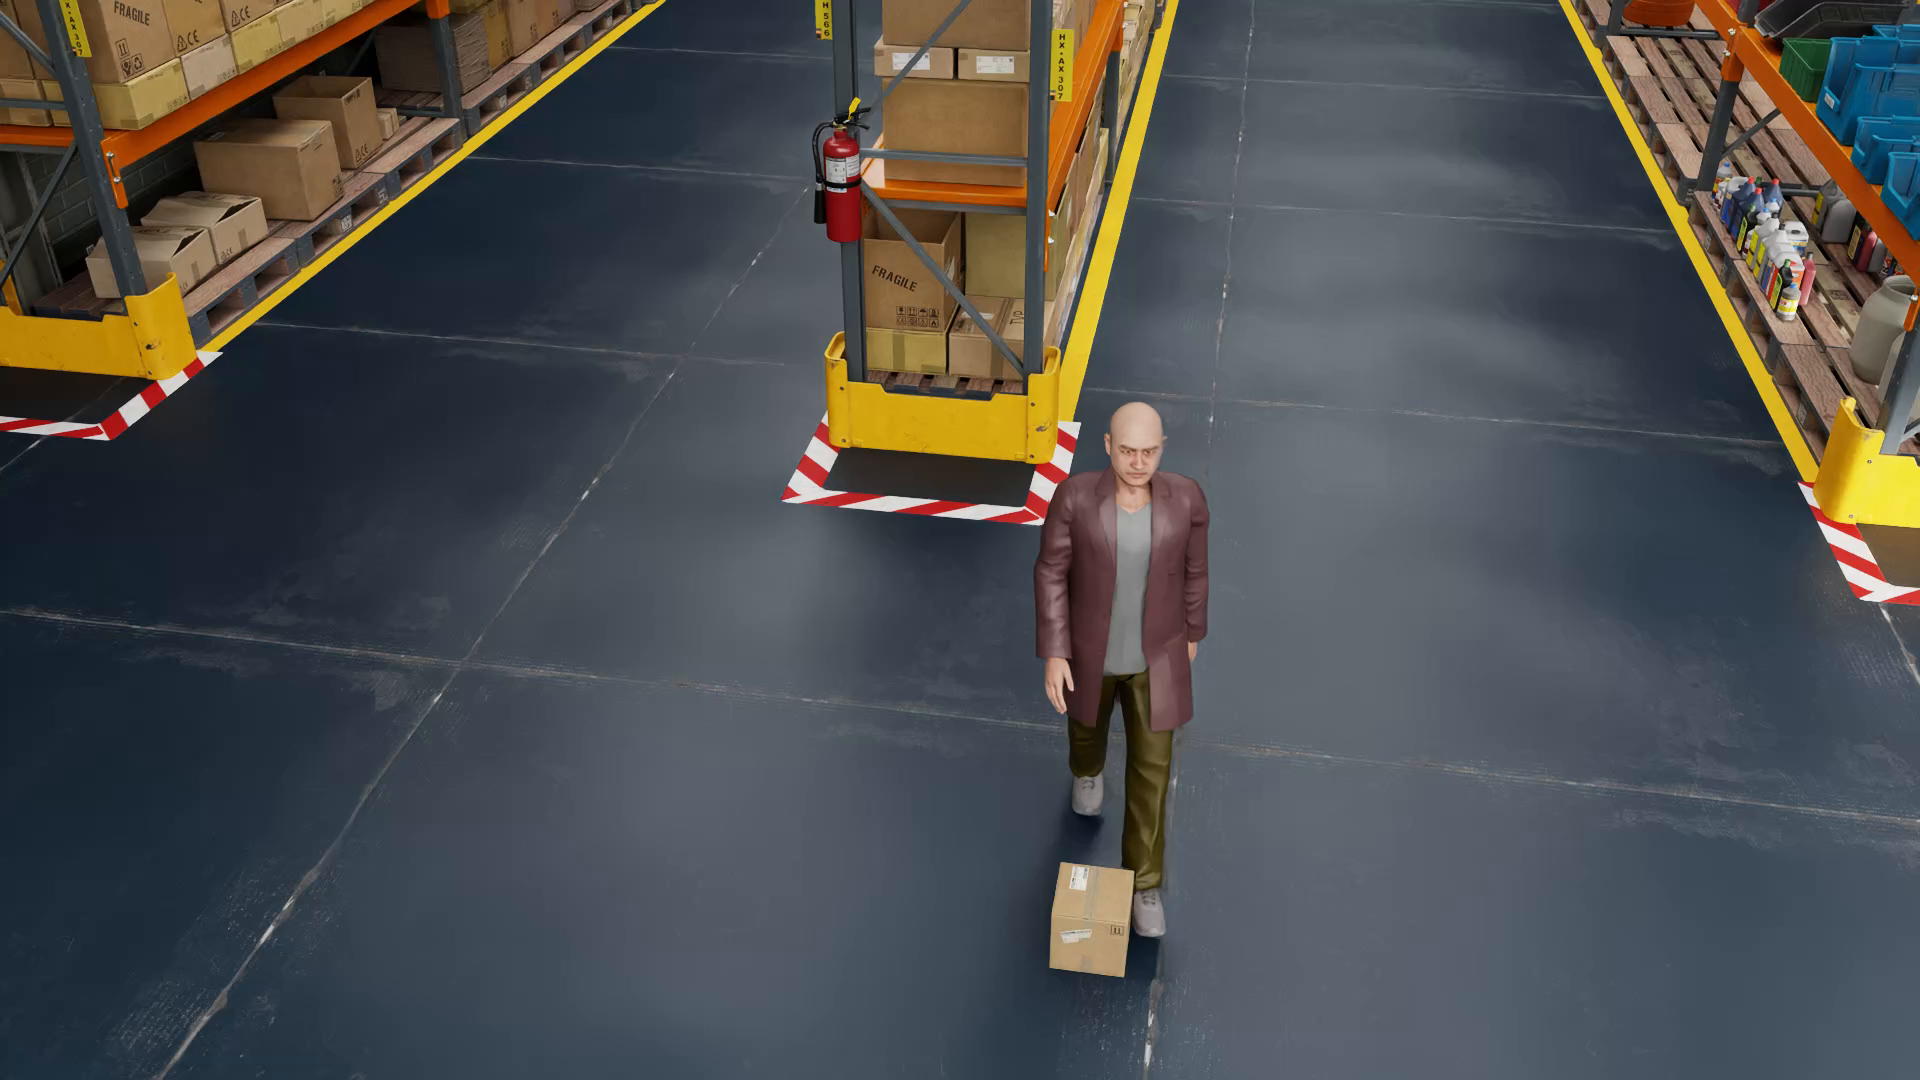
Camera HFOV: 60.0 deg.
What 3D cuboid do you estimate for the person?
[{"bbox_3d":[0.534,0.387,5.541,0.598,1.739,1.003,2,32,3],"label":"person"}]
